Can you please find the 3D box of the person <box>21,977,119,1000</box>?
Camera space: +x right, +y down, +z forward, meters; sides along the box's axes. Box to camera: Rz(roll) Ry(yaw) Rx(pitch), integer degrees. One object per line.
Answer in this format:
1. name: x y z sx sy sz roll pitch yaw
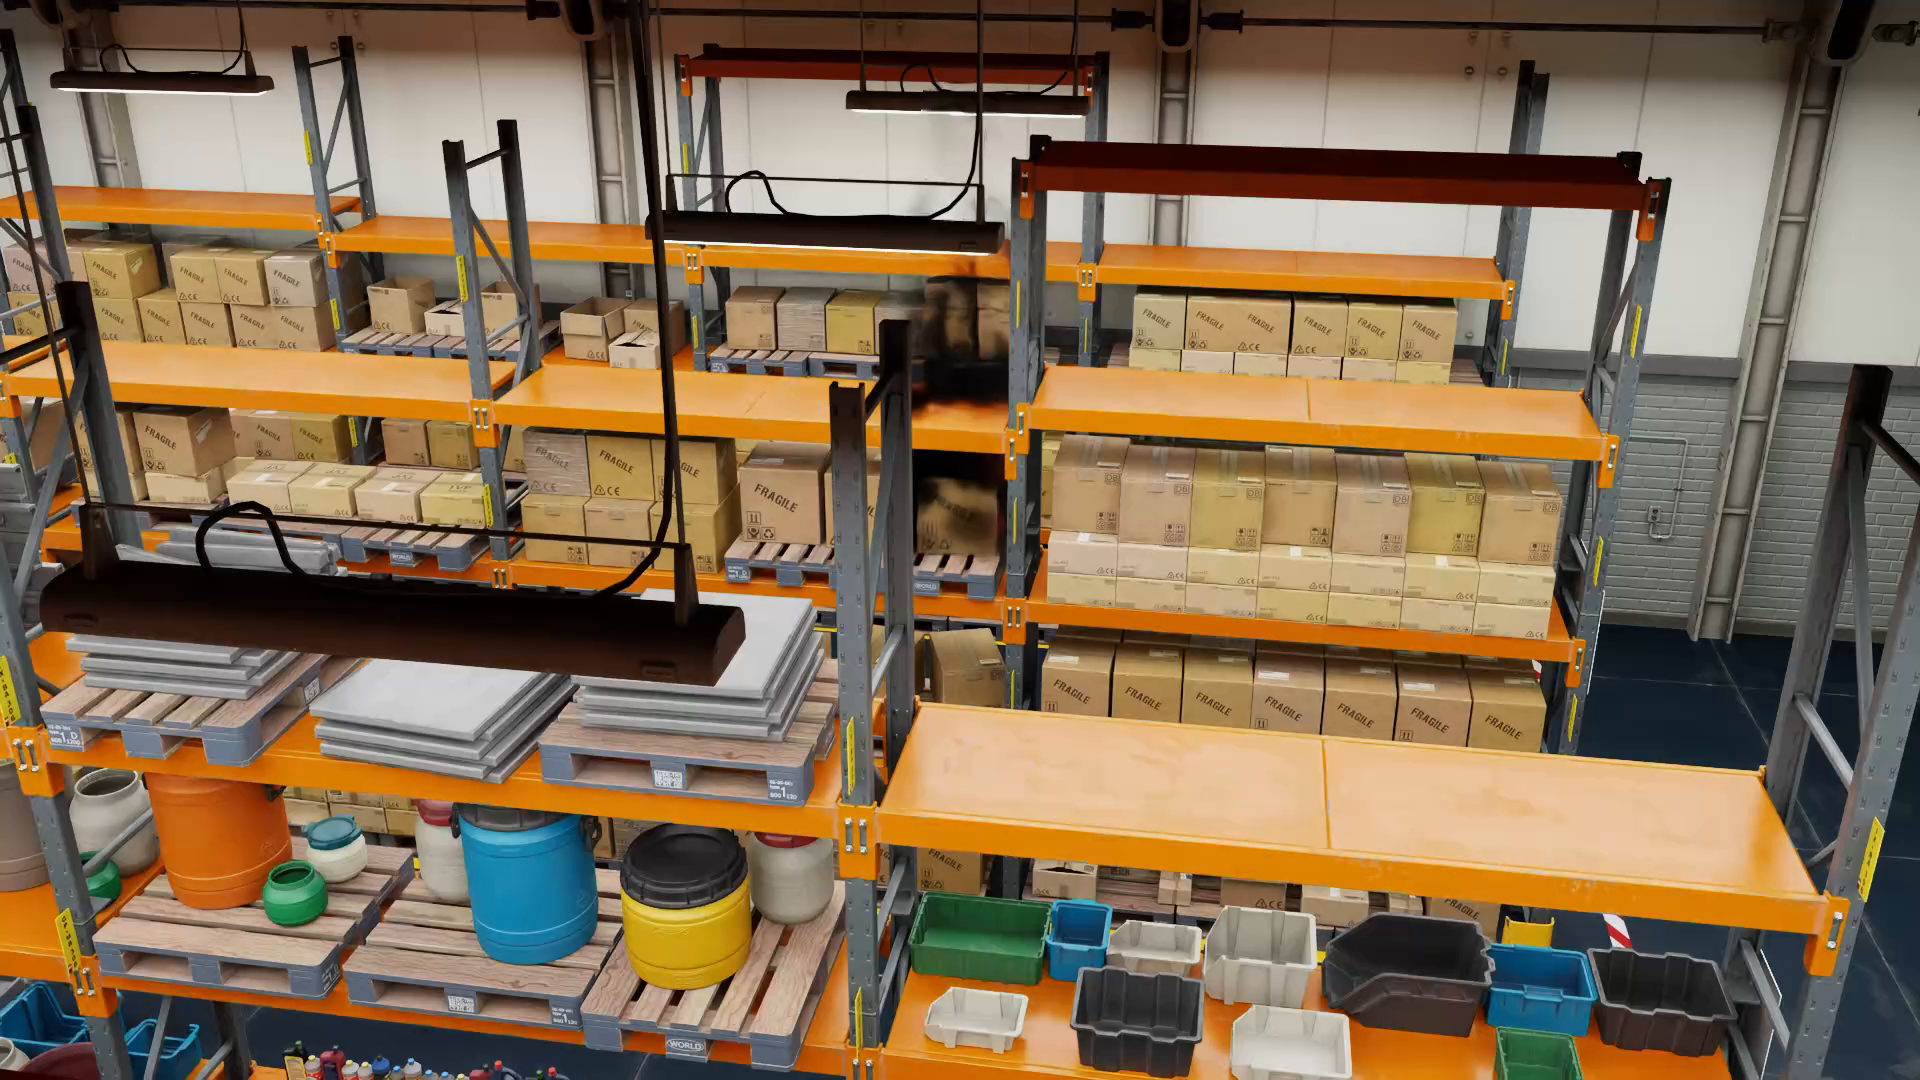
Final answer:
1. person: -6.554 2.641 11.777 1.002 1.773 0.659 0 23 1
